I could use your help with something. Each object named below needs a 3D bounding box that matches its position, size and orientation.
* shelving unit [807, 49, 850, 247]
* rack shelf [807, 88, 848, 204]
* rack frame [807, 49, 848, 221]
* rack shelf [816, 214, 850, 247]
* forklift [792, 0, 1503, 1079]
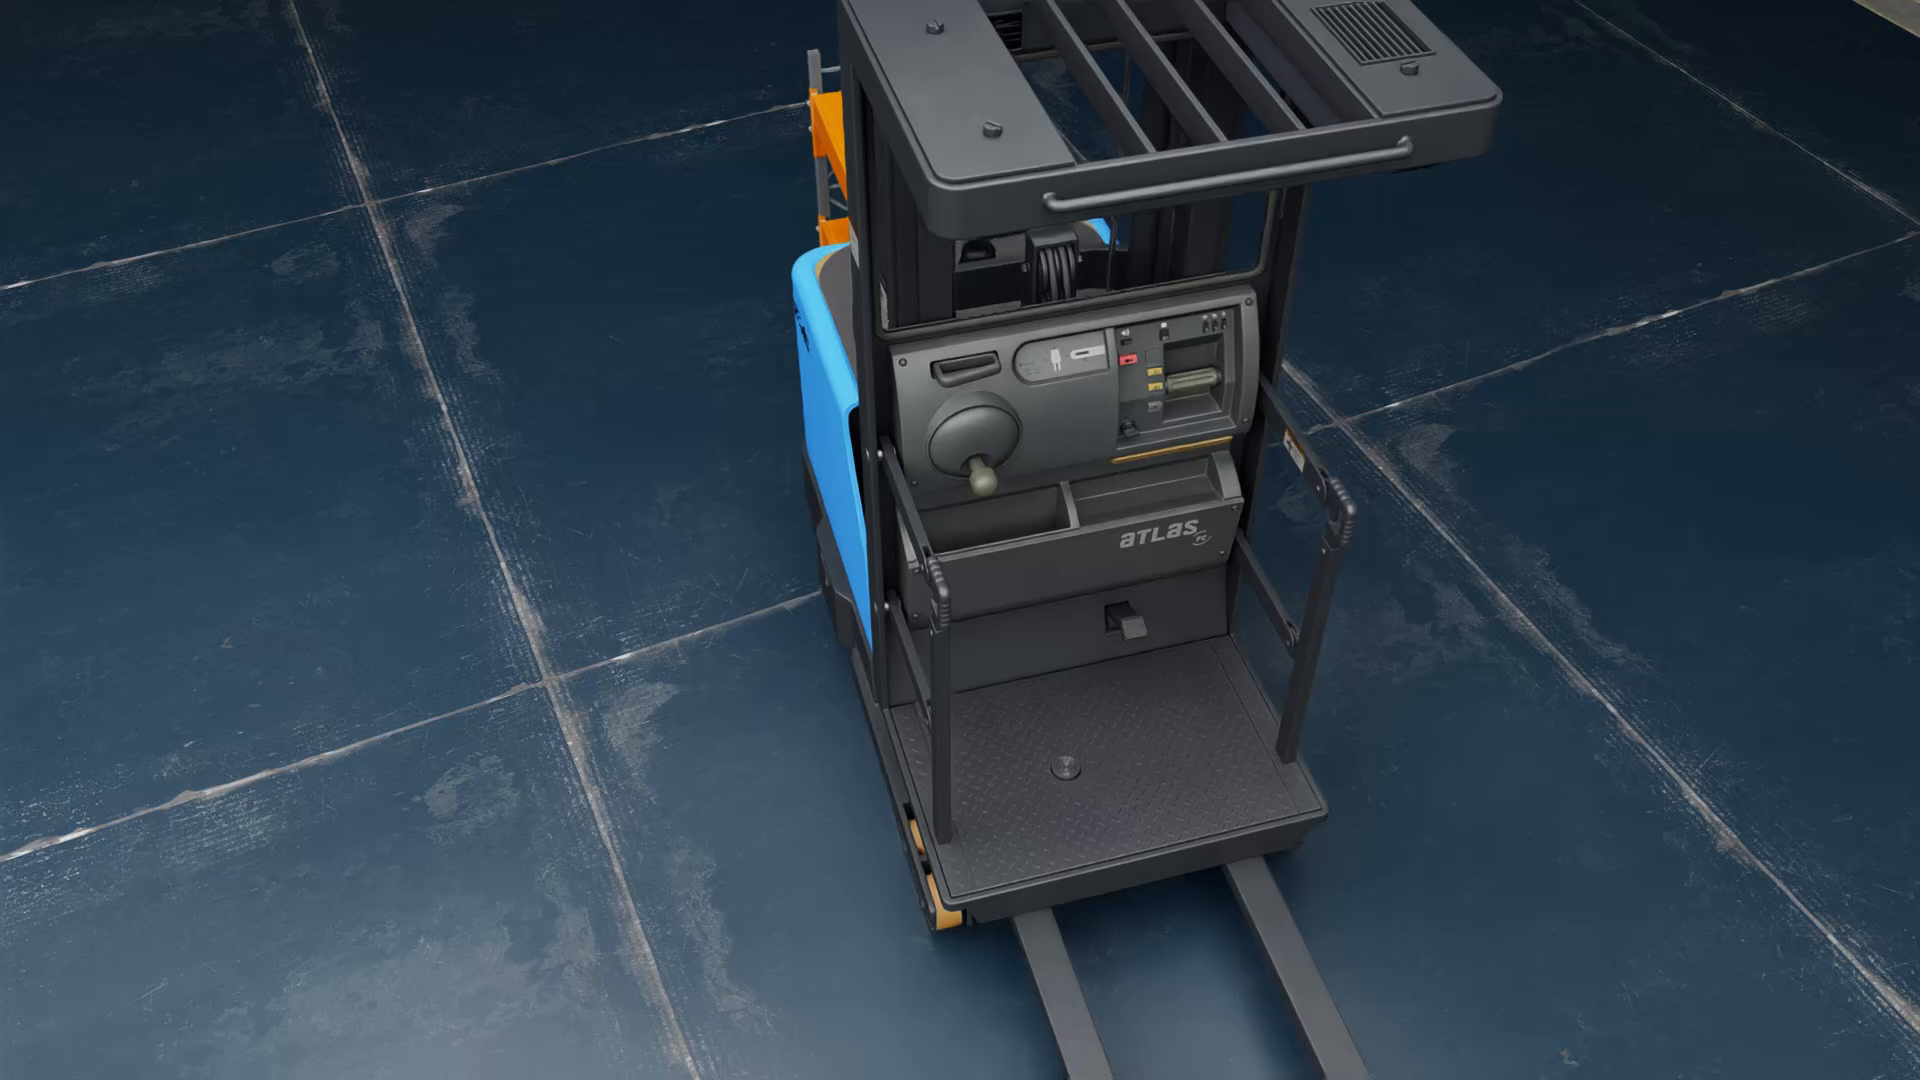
[{"bbox_3d":[-0.162,-1.033,5.996,0.538,1.125,1.048,-11,46,-11],"label":"shelving unit"},{"bbox_3d":[-0.162,-1.241,5.791,0.538,0.278,1.000,-11,46,-11],"label":"rack shelf"},{"bbox_3d":[-0.300,-1.377,6.344,0.500,1.125,0.032,-11,46,-11],"label":"rack frame"},{"bbox_3d":[-0.162,-0.859,6.168,0.538,0.278,1.000,-11,46,-11],"label":"rack shelf"},{"bbox_3d":[0.355,-0.271,3.938,1.130,2.935,3.031,-11,46,-11],"label":"forklift"}]
